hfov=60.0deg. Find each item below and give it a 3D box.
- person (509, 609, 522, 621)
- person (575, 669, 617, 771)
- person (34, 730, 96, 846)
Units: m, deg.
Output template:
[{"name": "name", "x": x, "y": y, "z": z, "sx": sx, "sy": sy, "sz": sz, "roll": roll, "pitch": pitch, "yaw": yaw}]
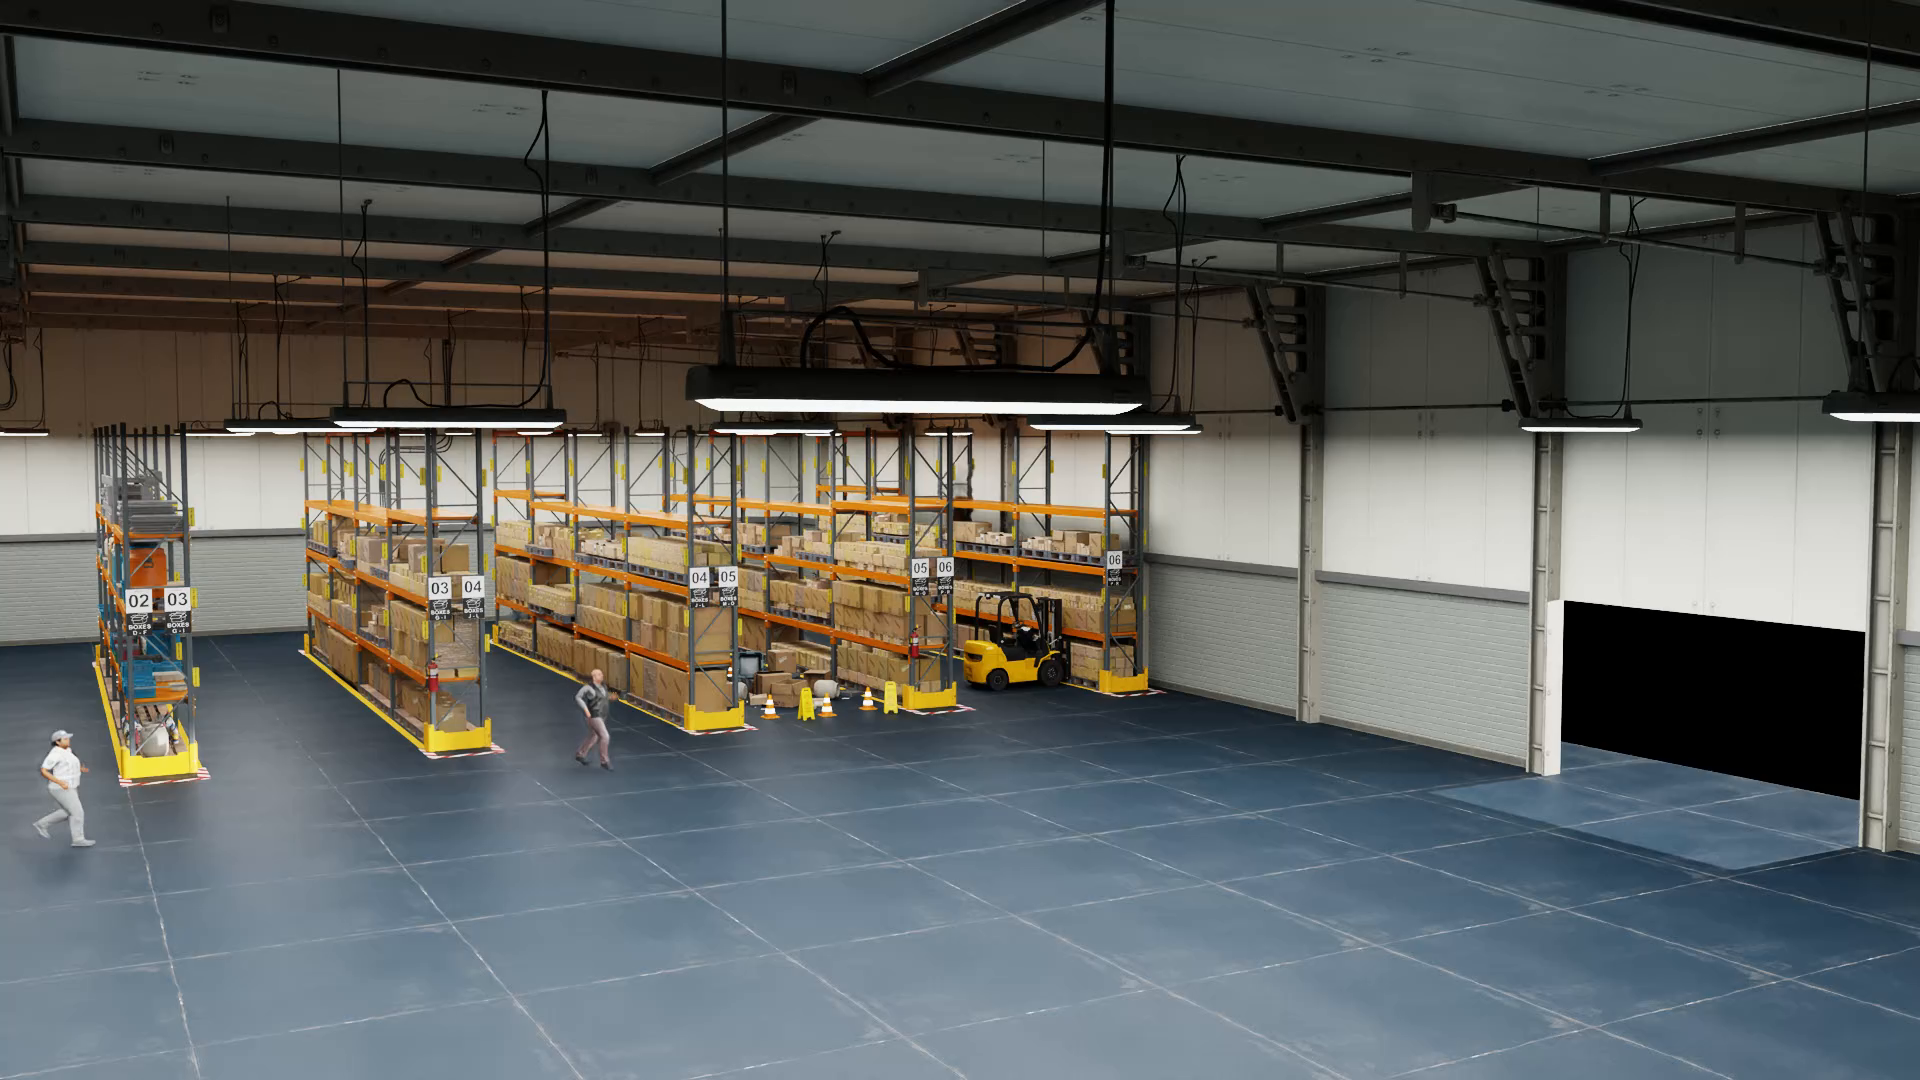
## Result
[{"name": "person", "x": -12.796, "y": 1.951, "z": 48.201, "sx": 0.608, "sy": 1.716, "sz": 0.690, "roll": -2, "pitch": 4, "yaw": -35}, {"name": "person", "x": -6.327, "y": 3.120, "z": 28.883, "sx": 0.804, "sy": 1.782, "sz": 0.632, "roll": 1, "pitch": 4, "yaw": 15}, {"name": "person", "x": -12.605, "y": 3.486, "z": 23.344, "sx": 0.843, "sy": 1.635, "sz": 0.620, "roll": -1, "pitch": 4, "yaw": -10}]
